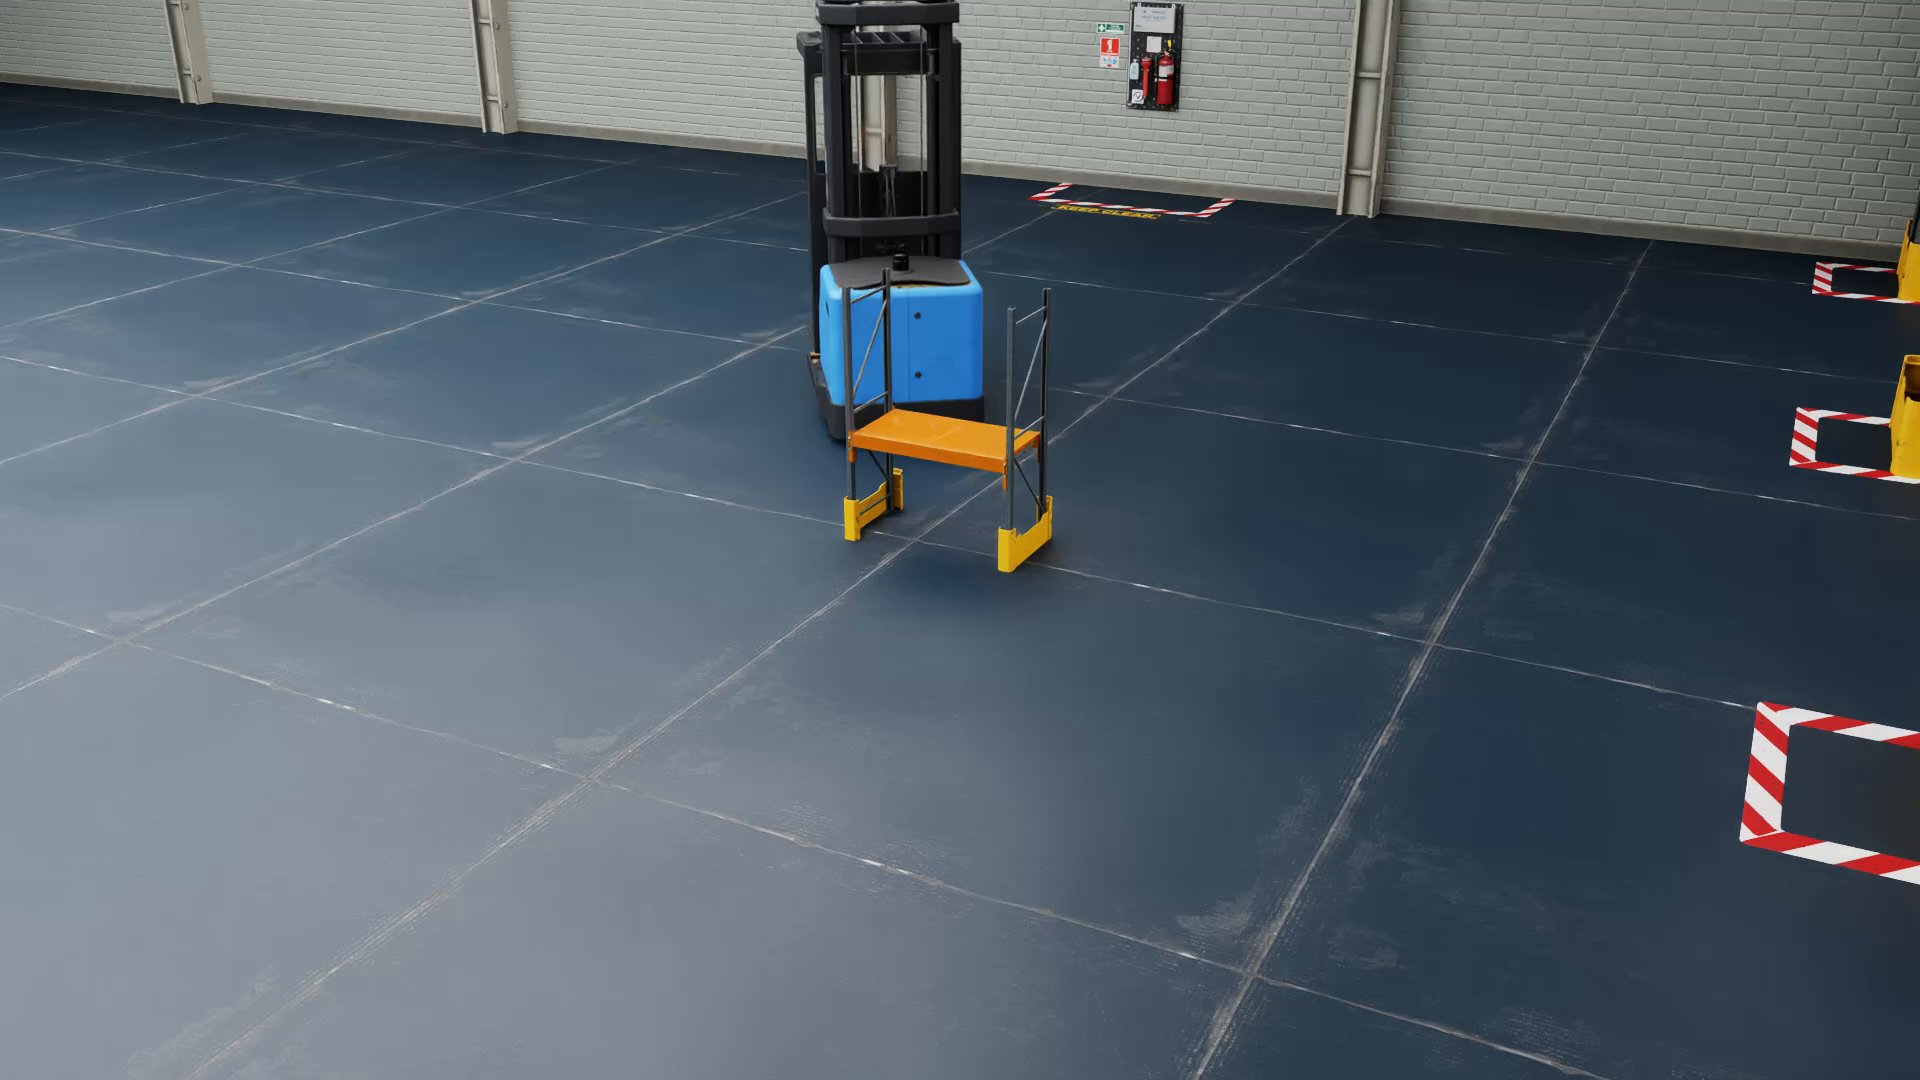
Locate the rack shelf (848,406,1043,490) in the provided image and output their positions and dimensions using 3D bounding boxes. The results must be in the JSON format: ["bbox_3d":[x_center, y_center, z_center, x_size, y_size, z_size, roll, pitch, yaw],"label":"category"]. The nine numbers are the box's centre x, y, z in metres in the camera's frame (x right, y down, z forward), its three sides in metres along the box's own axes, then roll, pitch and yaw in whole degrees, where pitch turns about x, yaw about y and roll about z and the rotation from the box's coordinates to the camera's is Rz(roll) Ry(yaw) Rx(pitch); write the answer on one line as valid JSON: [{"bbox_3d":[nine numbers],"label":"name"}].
[{"bbox_3d":[-0.076,-0.540,9.562,1.000,0.185,0.538,11,25,25],"label":"rack shelf"}]

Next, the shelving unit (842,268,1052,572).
[{"bbox_3d":[-0.068,-0.704,9.488,1.083,1.500,0.587,11,25,25],"label":"shelving unit"}]

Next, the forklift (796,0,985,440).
[{"bbox_3d":[-0.573,-2.566,12.040,1.130,2.935,3.031,-4,23,-8],"label":"forklift"}]

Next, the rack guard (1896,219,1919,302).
[{"bbox_3d":[8.744,-2.535,15.071,0.348,0.500,1.175,11,25,25],"label":"rack guard"}]

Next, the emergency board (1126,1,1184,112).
[{"bbox_3d":[2.148,-5.386,18.582,0.643,1.169,0.194,11,25,25],"label":"emergency board"}]

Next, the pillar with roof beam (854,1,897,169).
[{"bbox_3d":[-2.961,-7.253,15.307,0.400,9.000,9.100,11,25,25],"label":"pillar with roof beam"}]

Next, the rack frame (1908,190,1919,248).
[{"bbox_3d":[8.676,-3.698,14.614,0.127,3.000,1.000,11,25,25],"label":"rack frame"}]

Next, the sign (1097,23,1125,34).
[{"bbox_3d":[1.701,-5.776,18.777,0.331,0.109,0.001,11,25,25],"label":"sign"}]

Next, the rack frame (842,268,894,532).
[{"bbox_3d":[-0.530,-0.795,9.703,0.032,1.500,0.500,11,25,25],"label":"rack frame"}]

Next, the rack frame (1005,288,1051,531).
[{"bbox_3d":[0.378,-0.615,9.281,0.032,1.500,0.500,11,25,25],"label":"rack frame"}]

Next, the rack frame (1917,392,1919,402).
[{"bbox_3d":[6.444,-1.968,10.544,0.127,3.000,1.000,11,25,25],"label":"rack frame"}]

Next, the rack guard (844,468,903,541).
[{"bbox_3d":[-0.512,-0.216,9.940,0.087,0.250,0.587,11,25,25],"label":"rack guard"}]

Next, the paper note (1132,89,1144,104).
[{"bbox_3d":[2.021,-5.036,18.885,0.142,0.148,0.016,11,25,25],"label":"paper note"}]

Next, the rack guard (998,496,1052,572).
[{"bbox_3d":[0.376,-0.041,9.526,0.087,0.250,0.587,11,25,25],"label":"rack guard"}]

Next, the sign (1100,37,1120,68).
[{"bbox_3d":[1.701,-5.536,18.890,0.234,0.329,0.001,11,25,25],"label":"sign"}]

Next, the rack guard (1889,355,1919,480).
[{"bbox_3d":[6.423,-0.822,11.043,0.348,0.500,1.175,11,25,25],"label":"rack guard"}]

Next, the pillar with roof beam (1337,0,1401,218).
[{"bbox_3d":[2.394,-6.194,12.815,0.400,9.000,9.100,11,25,25],"label":"pillar with roof beam"}]

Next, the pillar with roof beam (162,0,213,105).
[{"bbox_3d":[-13.670,-9.372,20.289,0.400,9.000,9.100,11,25,25],"label":"pillar with roof beam"}]

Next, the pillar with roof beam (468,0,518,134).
[{"bbox_3d":[-8.315,-8.313,17.798,0.400,9.000,9.100,11,25,25],"label":"pillar with roof beam"}]
